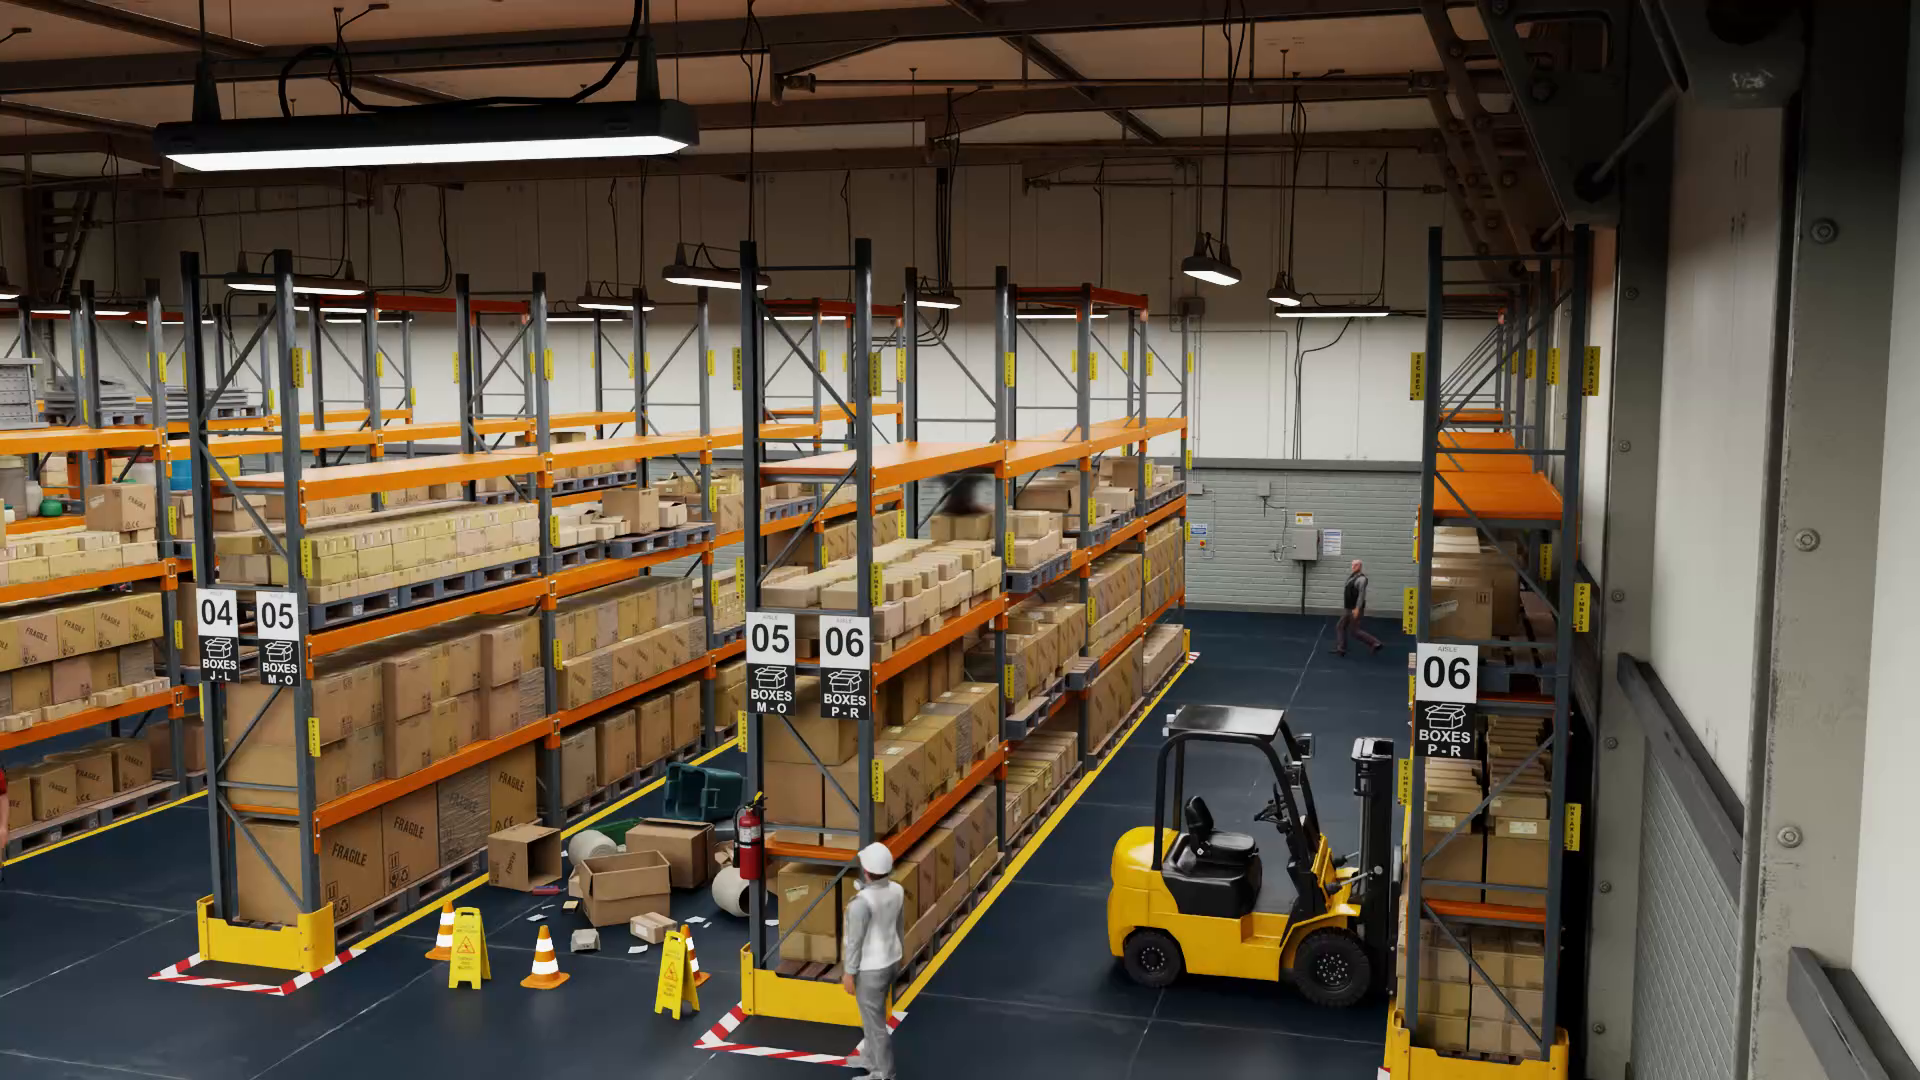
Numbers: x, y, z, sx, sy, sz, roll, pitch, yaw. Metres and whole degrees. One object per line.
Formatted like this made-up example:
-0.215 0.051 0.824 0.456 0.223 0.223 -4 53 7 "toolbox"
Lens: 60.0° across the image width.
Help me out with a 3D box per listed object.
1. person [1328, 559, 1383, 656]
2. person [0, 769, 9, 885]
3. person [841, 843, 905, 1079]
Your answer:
6.759 1.160 28.335 0.920 1.675 0.611 2 7 15 "person"
-8.842 2.650 14.907 0.583 1.732 0.412 -4 8 -35 "person"
-0.676 2.978 11.741 0.542 1.771 0.587 3 7 23 "person"
